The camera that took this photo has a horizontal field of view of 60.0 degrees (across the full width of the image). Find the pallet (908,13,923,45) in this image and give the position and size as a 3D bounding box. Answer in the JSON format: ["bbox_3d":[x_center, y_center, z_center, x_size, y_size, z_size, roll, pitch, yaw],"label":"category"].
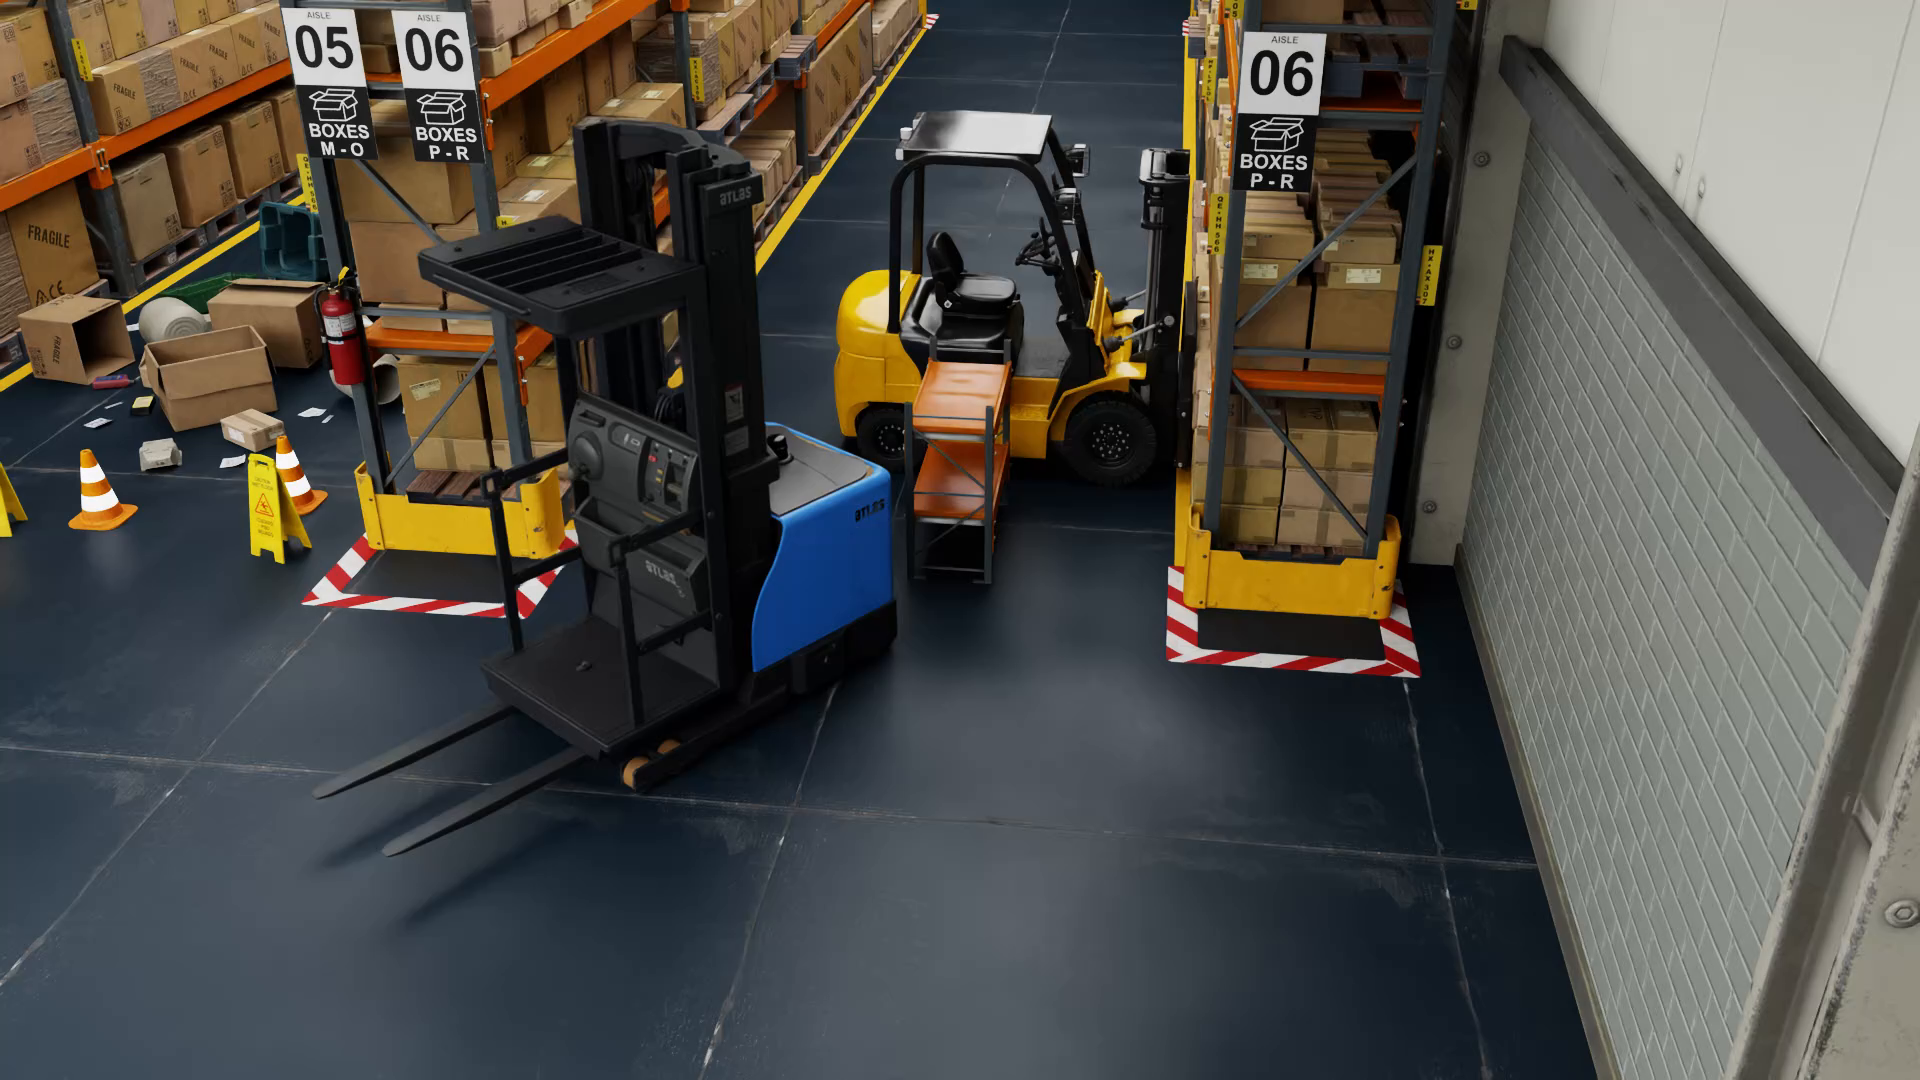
[{"bbox_3d":[-1.102,-7.203,23.398,1.003,0.211,1.213,3,28,6],"label":"pallet"}]

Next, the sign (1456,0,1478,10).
[{"bbox_3d":[2.435,-2.699,7.929,0.100,0.325,0.005,3,28,6],"label":"sign"}]

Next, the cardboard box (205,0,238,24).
[{"bbox_3d":[-7.173,-5.080,15.357,0.700,0.500,0.500,3,28,5],"label":"cardboard box"}]

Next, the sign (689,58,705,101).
[{"bbox_3d":[-2.012,-3.516,12.701,0.100,0.325,0.005,3,28,6],"label":"sign"}]

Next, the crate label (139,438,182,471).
[{"bbox_3d":[-5.378,-0.575,11.174,0.250,0.136,0.298,-11,30,-20],"label":"crate label"}]

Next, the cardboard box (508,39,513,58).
[{"bbox_3d":[-2.735,-2.756,9.306,0.380,0.149,0.250,2,28,5],"label":"cardboard box"}]

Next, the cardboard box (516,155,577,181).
[{"bbox_3d":[-2.587,-2.146,10.652,0.500,0.500,0.500,3,28,5],"label":"cardboard box"}]

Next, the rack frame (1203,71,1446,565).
[{"bbox_3d":[1.885,-0.993,8.931,1.000,3.000,0.127,3,28,6],"label":"rack frame"}]

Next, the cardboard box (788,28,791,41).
[{"bbox_3d":[-1.829,-4.822,15.860,0.380,0.149,0.250,4,29,7],"label":"cardboard box"}]

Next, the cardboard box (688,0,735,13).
[{"bbox_3d":[-2.112,-4.527,13.944,0.380,0.149,0.250,5,29,9],"label":"cardboard box"}]

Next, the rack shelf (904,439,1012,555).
[{"bbox_3d":[0.001,-0.283,10.105,0.538,0.278,1.000,3,28,6],"label":"rack shelf"}]

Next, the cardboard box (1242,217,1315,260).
[{"bbox_3d":[1.720,-1.635,9.019,0.380,0.149,0.250,3,29,6],"label":"cardboard box"}]

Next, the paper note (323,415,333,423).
[{"bbox_3d":[-4.501,-0.862,11.839,0.032,0.001,0.123,3,28,6],"label":"paper note"}]

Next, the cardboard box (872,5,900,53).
[{"bbox_3d":[-1.279,-6.696,21.776,0.875,0.438,0.875,3,28,5],"label":"cardboard box"}]

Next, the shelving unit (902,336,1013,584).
[{"bbox_3d":[0.001,-0.498,9.989,0.538,1.125,1.048,3,28,6],"label":"shelving unit"}]

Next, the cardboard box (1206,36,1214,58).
[{"bbox_3d":[2.424,-4.238,14.584,0.500,0.250,0.500,3,28,5],"label":"cardboard box"}]

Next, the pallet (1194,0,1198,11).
[{"bbox_3d":[3.149,-6.188,18.775,1.003,0.211,1.213,3,28,6],"label":"pallet"}]

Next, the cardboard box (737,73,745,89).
[{"bbox_3d":[-2.067,-3.969,14.277,0.380,0.149,0.250,4,29,7],"label":"cardboard box"}]

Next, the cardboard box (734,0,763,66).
[{"bbox_3d":[-2.022,-4.437,14.462,0.500,0.500,0.500,2,28,4],"label":"cardboard box"}]

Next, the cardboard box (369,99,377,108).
[{"bbox_3d":[-6.647,-4.689,17.983,0.500,0.500,0.500,2,28,4],"label":"cardboard box"}]

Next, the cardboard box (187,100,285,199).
[{"bbox_3d":[-7.254,-3.787,16.047,1.050,0.750,0.750,4,29,7],"label":"cardboard box"}]

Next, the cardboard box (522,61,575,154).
[{"bbox_3d":[-2.967,-2.859,10.921,0.700,0.500,0.500,3,28,6],"label":"cardboard box"}]

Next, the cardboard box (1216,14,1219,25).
[{"bbox_3d":[2.477,-4.584,14.807,0.380,0.149,0.250,4,29,7],"label":"cardboard box"}]

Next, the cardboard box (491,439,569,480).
[{"bbox_3d":[-2.668,-0.618,10.691,0.500,0.250,0.500,3,28,6],"label":"cardboard box"}]

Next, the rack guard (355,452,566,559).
[{"bbox_3d":[-3.032,-0.215,10.123,1.175,0.500,0.348,3,28,6],"label":"rack guard"}]

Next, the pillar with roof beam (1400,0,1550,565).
[{"bbox_3d":[-1.408,-4.160,8.484,9.100,9.000,0.400,3,28,6],"label":"pillar with roof beam"}]

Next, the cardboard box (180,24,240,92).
[{"bbox_3d":[-6.958,-4.391,15.132,0.500,0.500,0.500,4,29,7],"label":"cardboard box"}]

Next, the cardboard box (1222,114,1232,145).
[{"bbox_3d":[1.938,-2.716,11.026,0.380,0.149,0.250,3,28,5],"label":"cardboard box"}]

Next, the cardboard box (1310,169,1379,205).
[{"bbox_3d":[2.275,-2.087,9.859,0.380,0.149,0.250,4,29,8],"label":"cardboard box"}]

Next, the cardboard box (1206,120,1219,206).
[{"bbox_3d":[2.062,-2.727,12.043,0.500,0.500,0.500,3,28,5],"label":"cardboard box"}]

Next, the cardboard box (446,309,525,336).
[{"bbox_3d":[-2.795,-1.317,9.798,0.380,0.149,0.250,3,29,6],"label":"cardboard box"}]

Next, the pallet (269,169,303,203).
[{"bbox_3d":[-7.158,-3.692,16.880,1.003,0.211,1.213,3,28,6],"label":"pallet"}]

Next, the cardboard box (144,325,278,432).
[{"bbox_3d":[-5.339,-1.155,11.864,0.797,0.503,0.637,-17,33,-29],"label":"cardboard box"}]

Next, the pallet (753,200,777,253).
[{"bbox_3d":[-2.311,-2.878,15.369,1.003,0.211,1.213,3,28,6],"label":"pallet"}]

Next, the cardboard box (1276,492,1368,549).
[{"bbox_3d":[2.139,-0.188,9.892,0.500,0.250,0.500,3,29,6],"label":"cardboard box"}]

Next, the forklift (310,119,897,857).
[{"bbox_3d":[-1.711,-0.353,7.815,1.130,2.935,3.031,24,36,37],"label":"forklift"}]

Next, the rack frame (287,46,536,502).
[{"bbox_3d":[-3.042,-1.280,9.464,1.000,3.000,0.127,3,28,6],"label":"rack frame"}]

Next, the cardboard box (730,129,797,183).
[{"bbox_3d":[-2.141,-3.809,16.485,0.950,0.372,0.625,1,28,3],"label":"cardboard box"}]

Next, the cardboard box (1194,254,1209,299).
[{"bbox_3d":[1.932,-1.841,11.907,0.500,0.250,0.500,3,28,6],"label":"cardboard box"}]

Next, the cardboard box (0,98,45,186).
[{"bbox_3d":[-7.555,-3.035,12.562,0.875,0.550,0.550,3,28,6],"label":"cardboard box"}]

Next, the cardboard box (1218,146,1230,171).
[{"bbox_3d":[1.890,-2.470,10.883,0.380,0.149,0.250,2,28,5],"label":"cardboard box"}]

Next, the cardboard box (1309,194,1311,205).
[{"bbox_3d":[2.391,-1.975,10.648,0.500,0.500,0.500,4,29,7],"label":"cardboard box"}]

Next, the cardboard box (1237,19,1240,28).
[{"bbox_3d":[1.685,-2.840,8.913,0.380,0.149,0.250,3,28,5],"label":"cardboard box"}]

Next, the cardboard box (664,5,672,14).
[{"bbox_3d":[-2.594,-4.230,14.077,0.500,0.500,0.500,4,29,8],"label":"cardboard box"}]

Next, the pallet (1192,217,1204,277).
[{"bbox_3d":[2.574,-2.574,14.805,1.003,0.211,1.213,3,28,6],"label":"pallet"}]

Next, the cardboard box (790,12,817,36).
[{"bbox_3d":[-1.752,-5.196,16.890,0.500,0.250,0.500,3,28,5],"label":"cardboard box"}]

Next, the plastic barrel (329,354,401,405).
[{"bbox_3d":[-4.291,-1.206,12.043,0.421,0.421,0.512,-24,36,-37],"label":"plastic barrel"}]

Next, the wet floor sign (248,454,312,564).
[{"bbox_3d":[-4.127,-0.216,9.971,0.267,0.644,0.232,14,31,24],"label":"wet floor sign"}]

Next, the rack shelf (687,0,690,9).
[{"bbox_3d":[-2.307,-5.108,14.165,1.077,0.370,4.000,3,28,6],"label":"rack shelf"}]

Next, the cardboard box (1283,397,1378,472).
[{"bbox_3d":[2.132,-0.623,9.646,0.500,0.250,0.500,3,28,5],"label":"cardboard box"}]

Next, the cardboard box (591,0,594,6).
[{"bbox_3d":[-2.572,-3.485,10.658,0.380,0.149,0.250,3,28,6],"label":"cardboard box"}]
